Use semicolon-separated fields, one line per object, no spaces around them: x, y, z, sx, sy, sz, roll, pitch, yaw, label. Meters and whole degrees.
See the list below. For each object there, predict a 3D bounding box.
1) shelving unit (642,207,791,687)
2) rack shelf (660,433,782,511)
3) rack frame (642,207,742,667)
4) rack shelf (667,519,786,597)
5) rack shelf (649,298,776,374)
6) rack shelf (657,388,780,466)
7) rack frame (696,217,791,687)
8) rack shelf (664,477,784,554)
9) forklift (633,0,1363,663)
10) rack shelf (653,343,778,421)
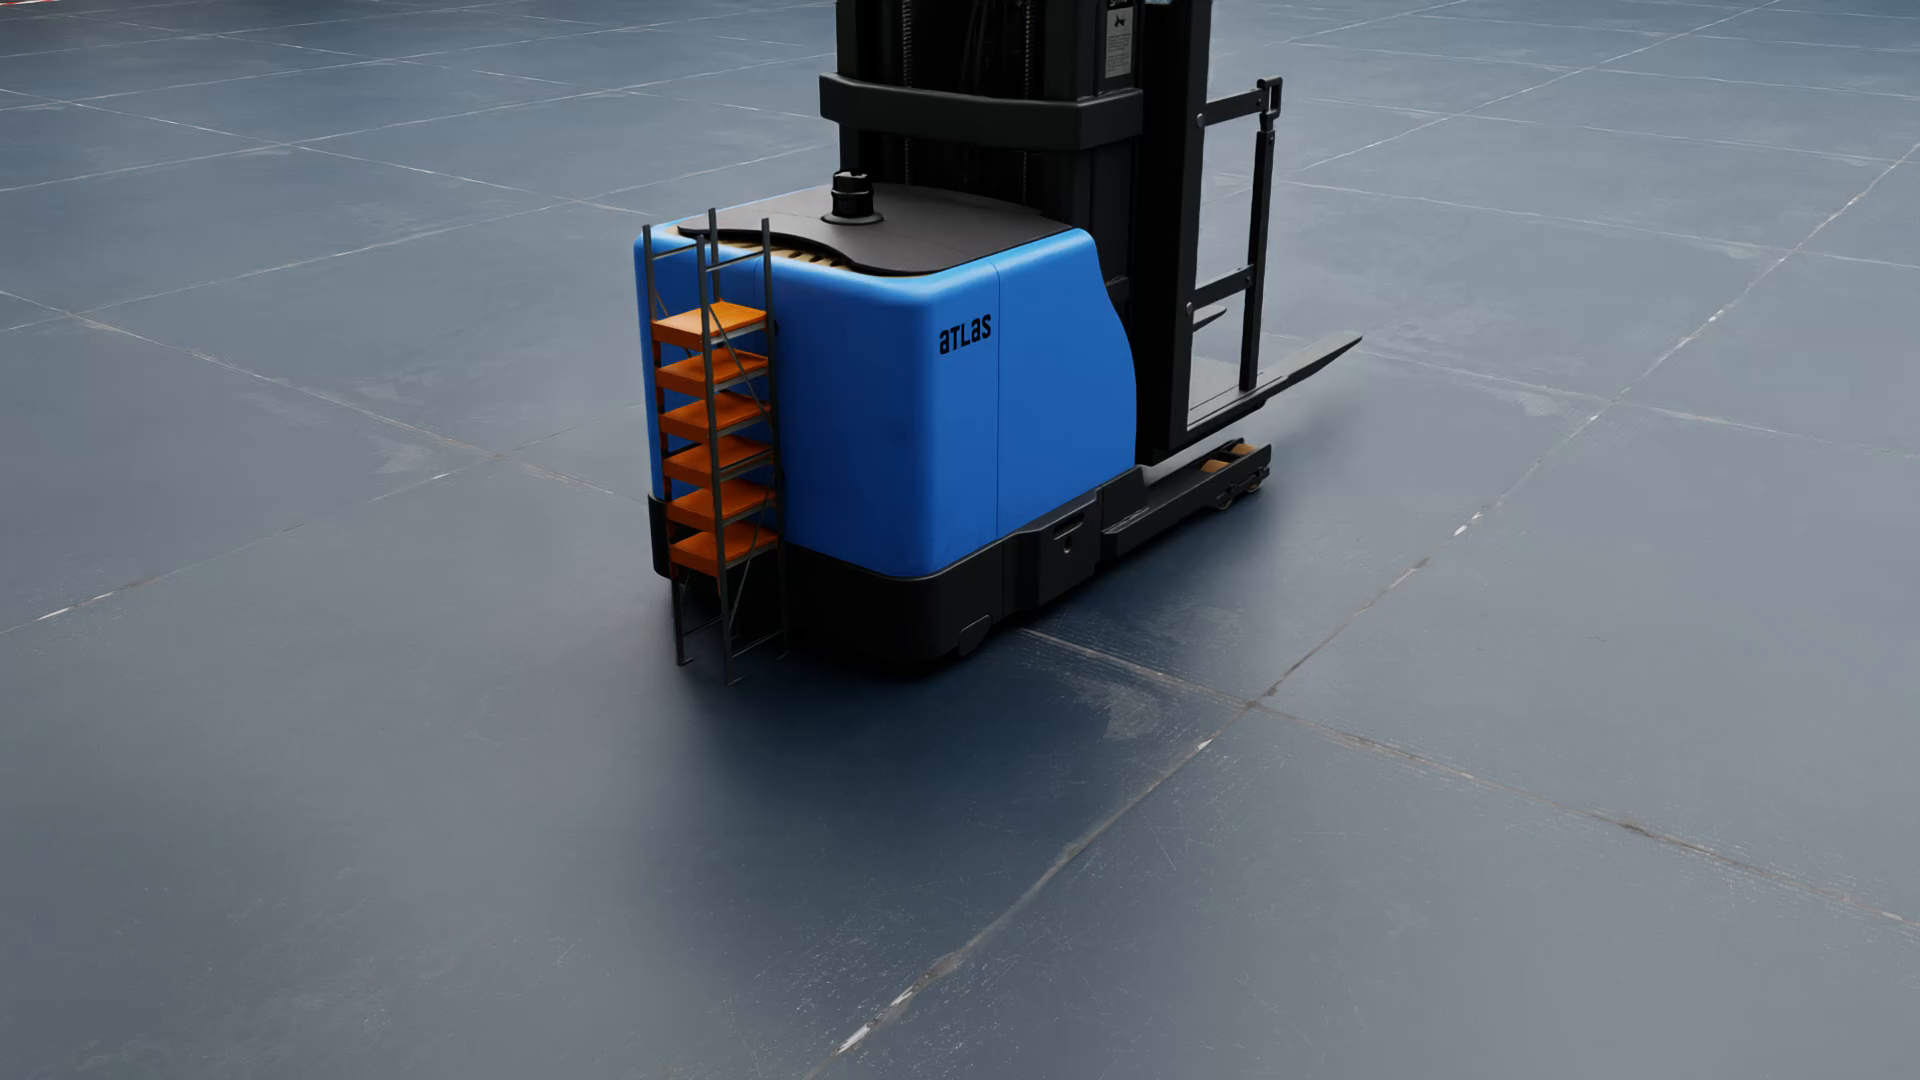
-0.613;-0.222;4.265;0.189;1.200;0.258;17;29;34;shelving unit
-0.612;-0.182;4.283;0.180;0.103;0.258;17;29;34;rack shelf
-0.685;-0.245;4.316;0.006;1.200;0.240;17;29;34;rack frame
-0.612;0.038;4.380;0.180;0.103;0.258;17;29;34;rack shelf
-0.614;-0.511;4.137;0.180;0.103;0.258;17;29;34;rack shelf
-0.613;-0.291;4.234;0.180;0.103;0.258;17;29;34;rack shelf
-0.540;-0.200;4.214;0.006;1.200;0.240;17;29;34;rack frame
-0.612;-0.072;4.332;0.180;0.103;0.258;17;29;34;rack shelf
0.396;-1.548;5.127;1.130;2.935;3.031;17;29;34;forklift
-0.613;-0.401;4.185;0.180;0.103;0.258;17;29;34;rack shelf
